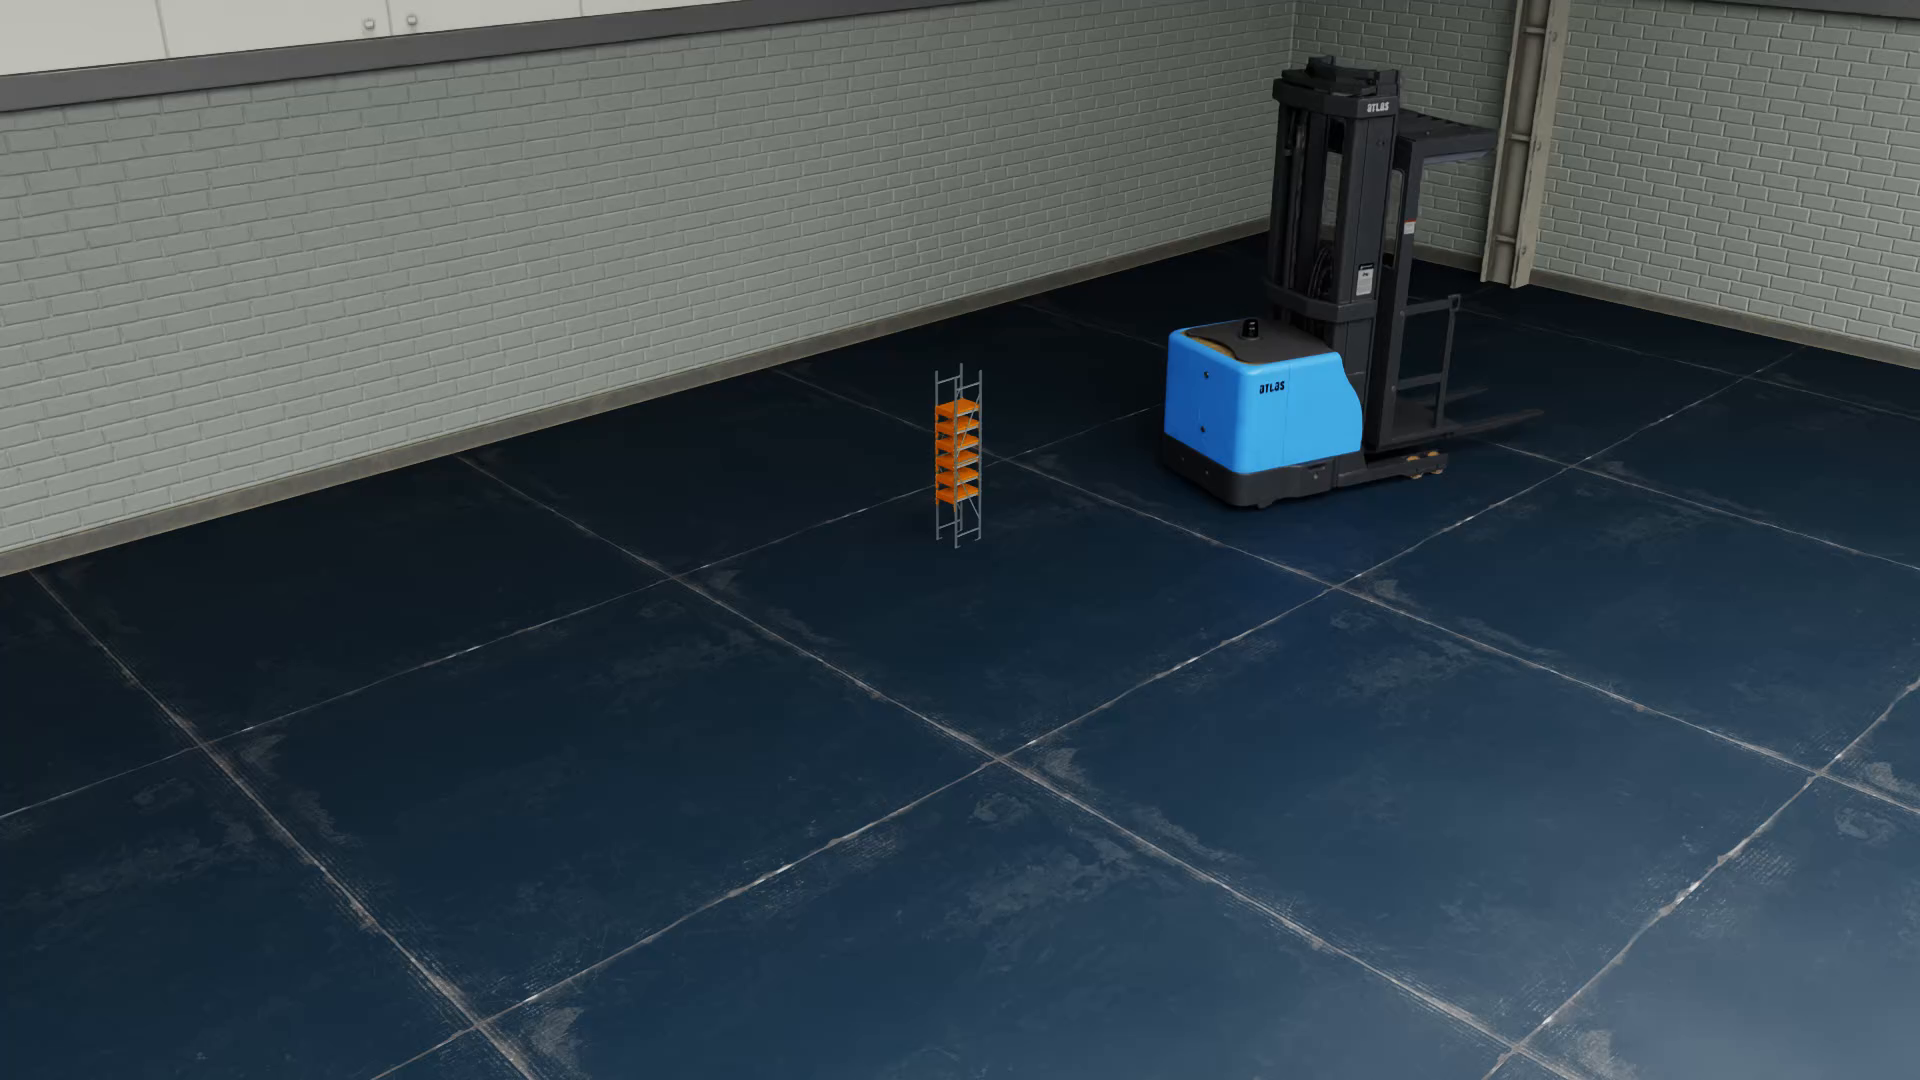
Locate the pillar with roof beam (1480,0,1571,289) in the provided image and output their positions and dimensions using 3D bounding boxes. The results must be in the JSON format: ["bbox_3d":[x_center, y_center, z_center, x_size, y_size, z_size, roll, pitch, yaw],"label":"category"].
[{"bbox_3d":[2.442,-5.519,12.505,9.100,9.000,0.400,-21,32,-38],"label":"pillar with roof beam"}]

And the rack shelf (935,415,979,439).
[{"bbox_3d":[-0.010,-0.728,10.929,0.258,0.103,0.180,-21,32,-38],"label":"rack shelf"}]

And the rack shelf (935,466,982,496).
[{"bbox_3d":[-0.010,-0.401,11.079,0.258,0.103,0.180,-21,32,-38],"label":"rack shelf"}]

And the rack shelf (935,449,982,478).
[{"bbox_3d":[-0.010,-0.510,11.029,0.258,0.103,0.180,-21,32,-38],"label":"rack shelf"}]

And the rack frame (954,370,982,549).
[{"bbox_3d":[0.053,-0.523,10.950,0.240,1.200,0.006,-21,32,-38],"label":"rack frame"}]

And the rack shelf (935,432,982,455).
[{"bbox_3d":[-0.010,-0.619,10.979,0.258,0.103,0.180,-21,32,-38],"label":"rack shelf"}]

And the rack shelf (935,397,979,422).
[{"bbox_3d":[-0.010,-0.837,10.880,0.258,0.103,0.180,-21,32,-38],"label":"rack shelf"}]

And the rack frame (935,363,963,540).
[{"bbox_3d":[-0.072,-0.578,11.071,0.240,1.200,0.006,-21,32,-38],"label":"rack frame"}]

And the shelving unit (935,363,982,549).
[{"bbox_3d":[-0.010,-0.550,11.011,0.258,1.200,0.189,-21,32,-38],"label":"shelving unit"}]

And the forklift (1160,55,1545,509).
[{"bbox_3d":[3.037,-1.965,12.026,3.031,2.935,1.130,-12,27,-24],"label":"forklift"}]

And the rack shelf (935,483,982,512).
[{"bbox_3d":[-0.010,-0.291,11.129,0.258,0.103,0.180,-21,32,-38],"label":"rack shelf"}]
